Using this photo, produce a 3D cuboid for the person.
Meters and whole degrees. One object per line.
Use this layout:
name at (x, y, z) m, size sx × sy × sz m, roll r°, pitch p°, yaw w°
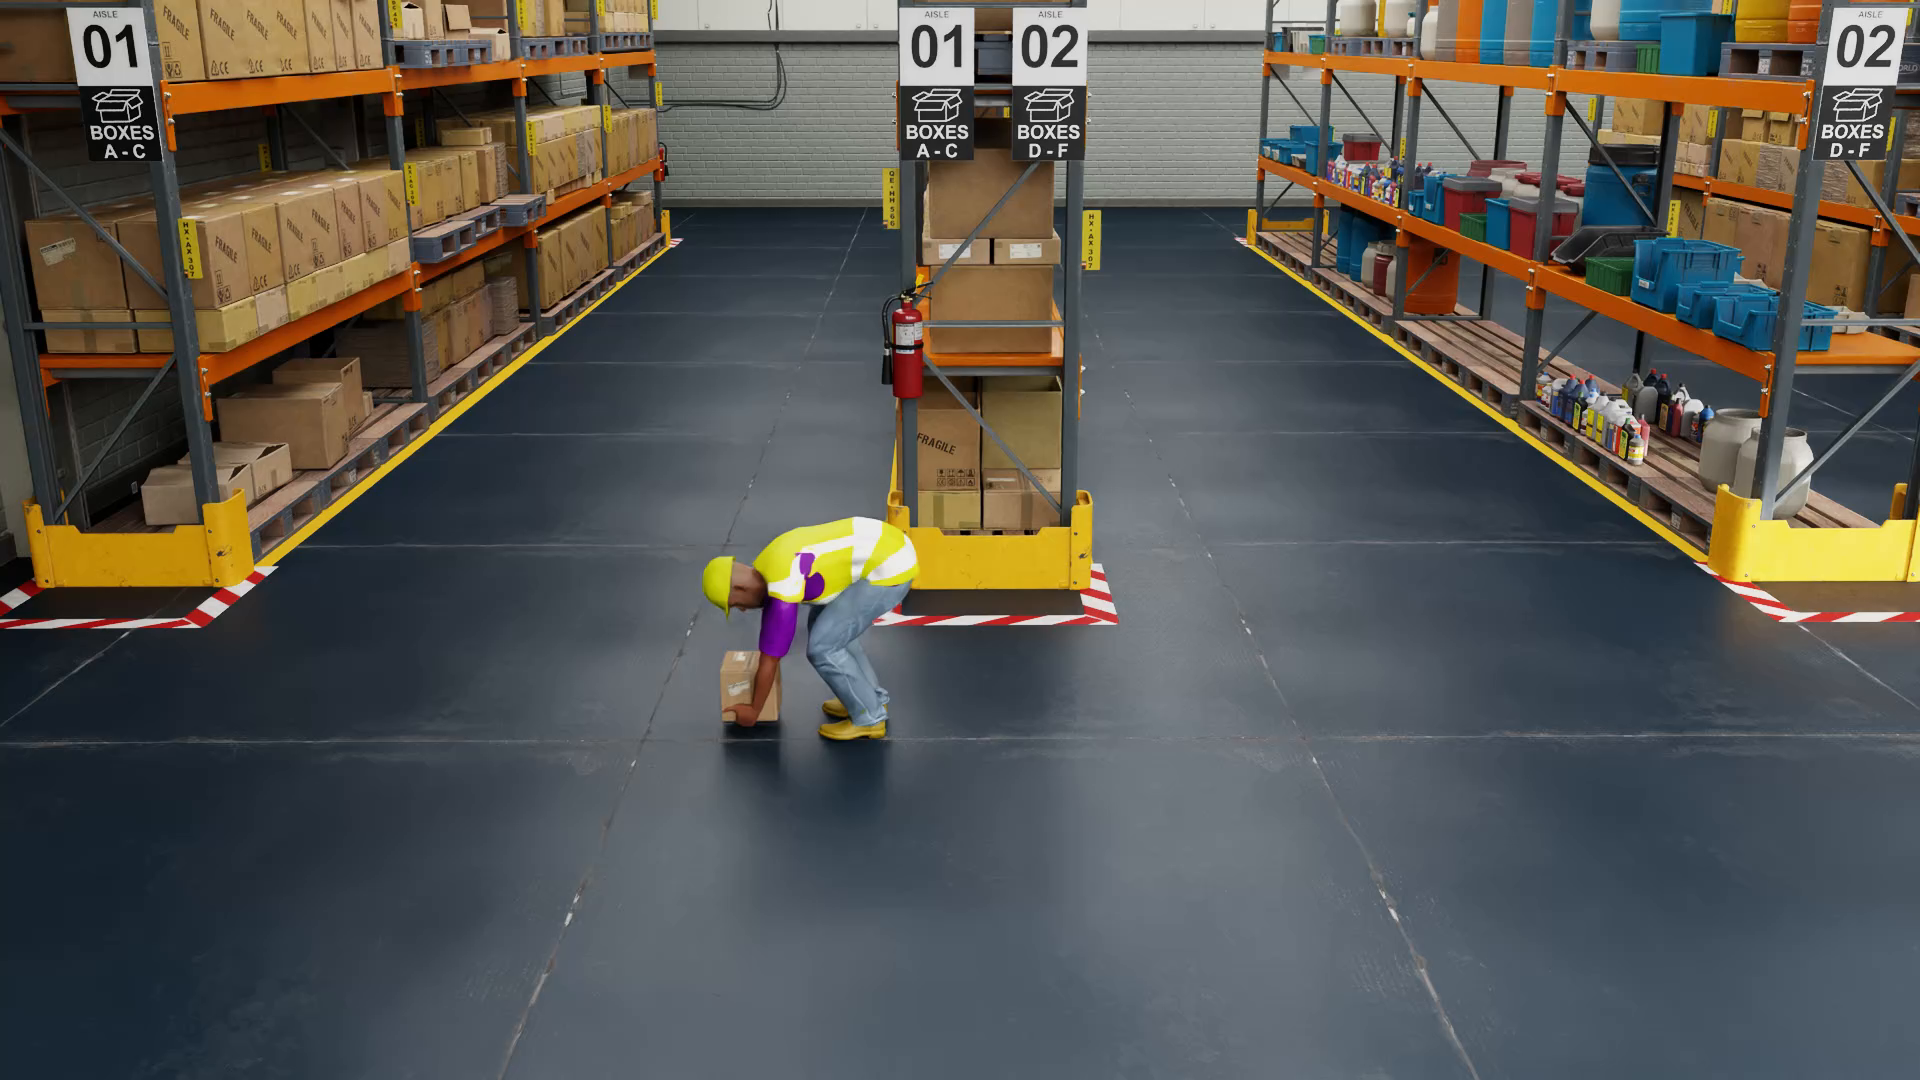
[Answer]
person at (-0.671, 0.392, 7.560) m, size 0.974 × 0.979 × 0.498 m, roll -1°, pitch 17°, yaw -3°
